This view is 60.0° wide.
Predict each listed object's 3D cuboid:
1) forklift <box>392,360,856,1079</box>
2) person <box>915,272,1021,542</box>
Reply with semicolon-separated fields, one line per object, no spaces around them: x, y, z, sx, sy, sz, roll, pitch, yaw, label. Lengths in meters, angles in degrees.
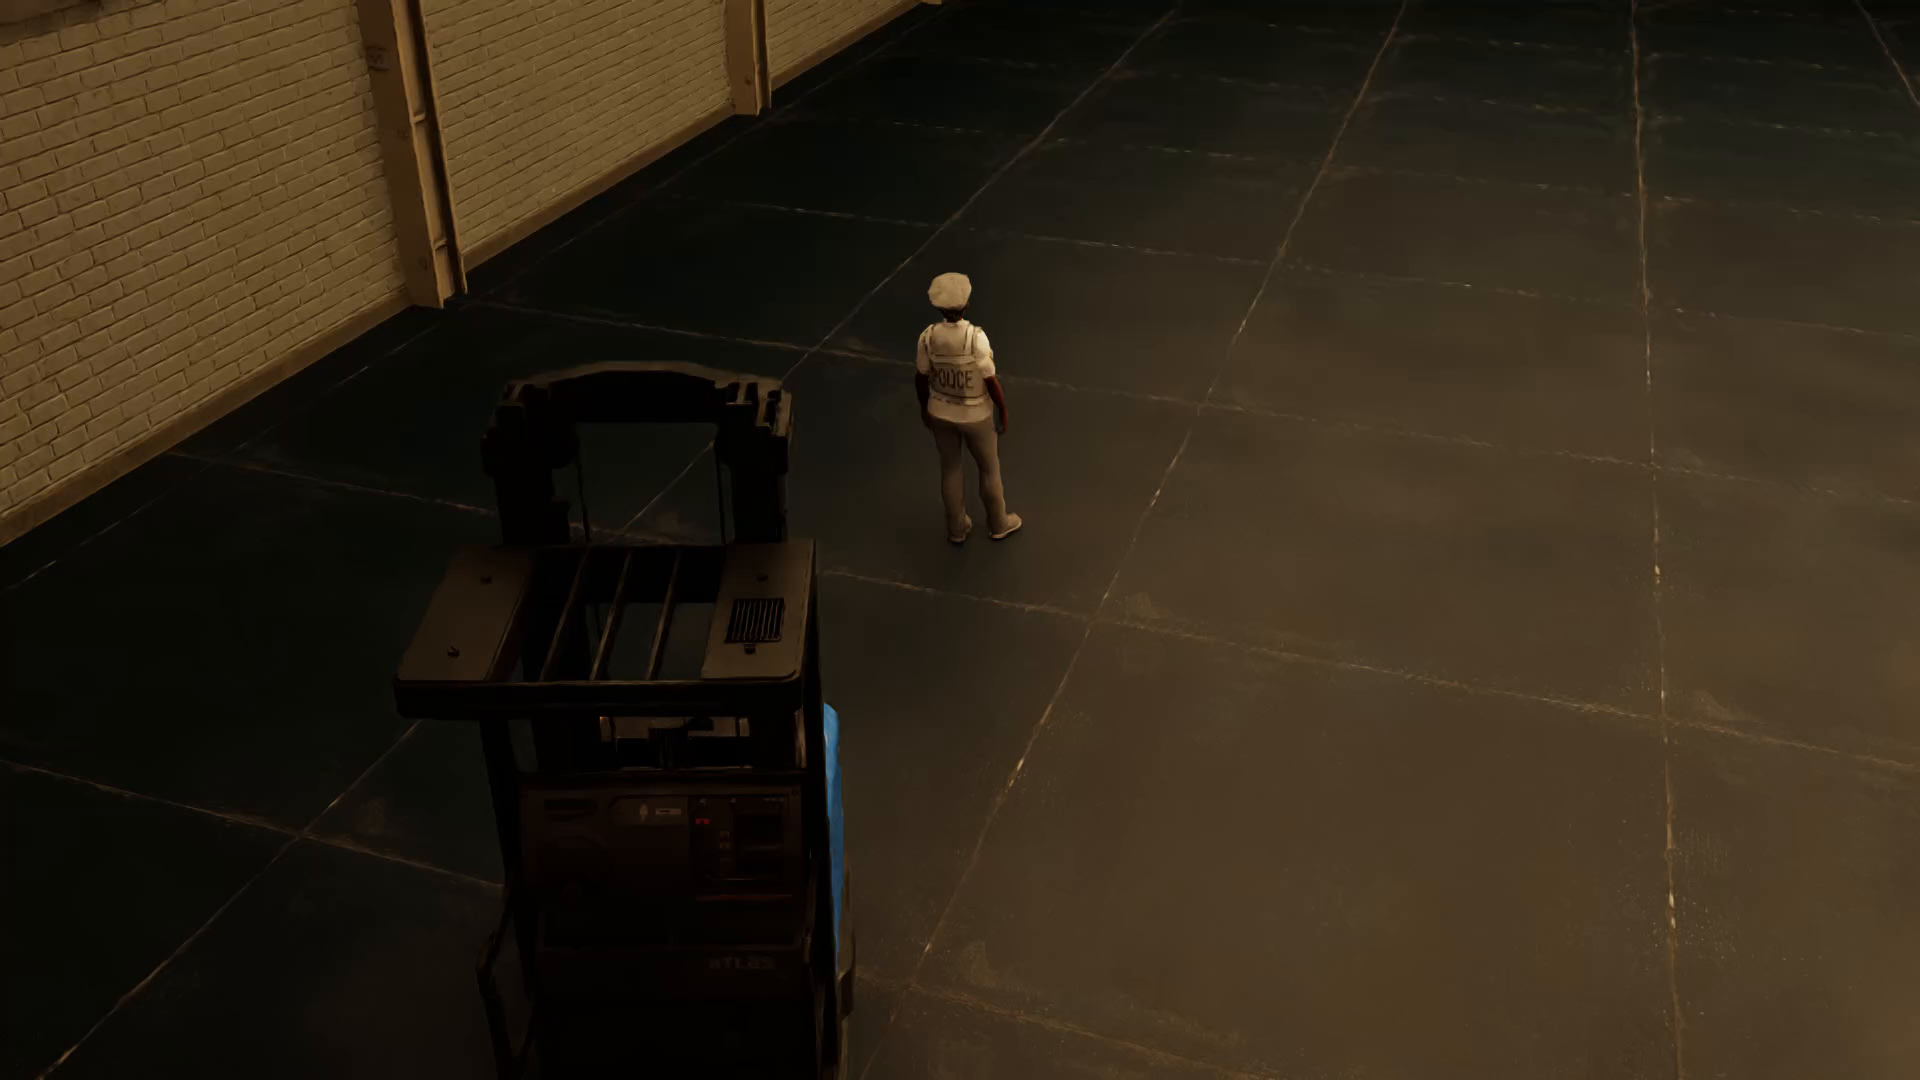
-0.977;1.044;5.305;1.130;2.935;3.031;-1;30;-1;forklift
0.052;-0.773;9.726;0.550;1.695;0.529;10;31;16;person
